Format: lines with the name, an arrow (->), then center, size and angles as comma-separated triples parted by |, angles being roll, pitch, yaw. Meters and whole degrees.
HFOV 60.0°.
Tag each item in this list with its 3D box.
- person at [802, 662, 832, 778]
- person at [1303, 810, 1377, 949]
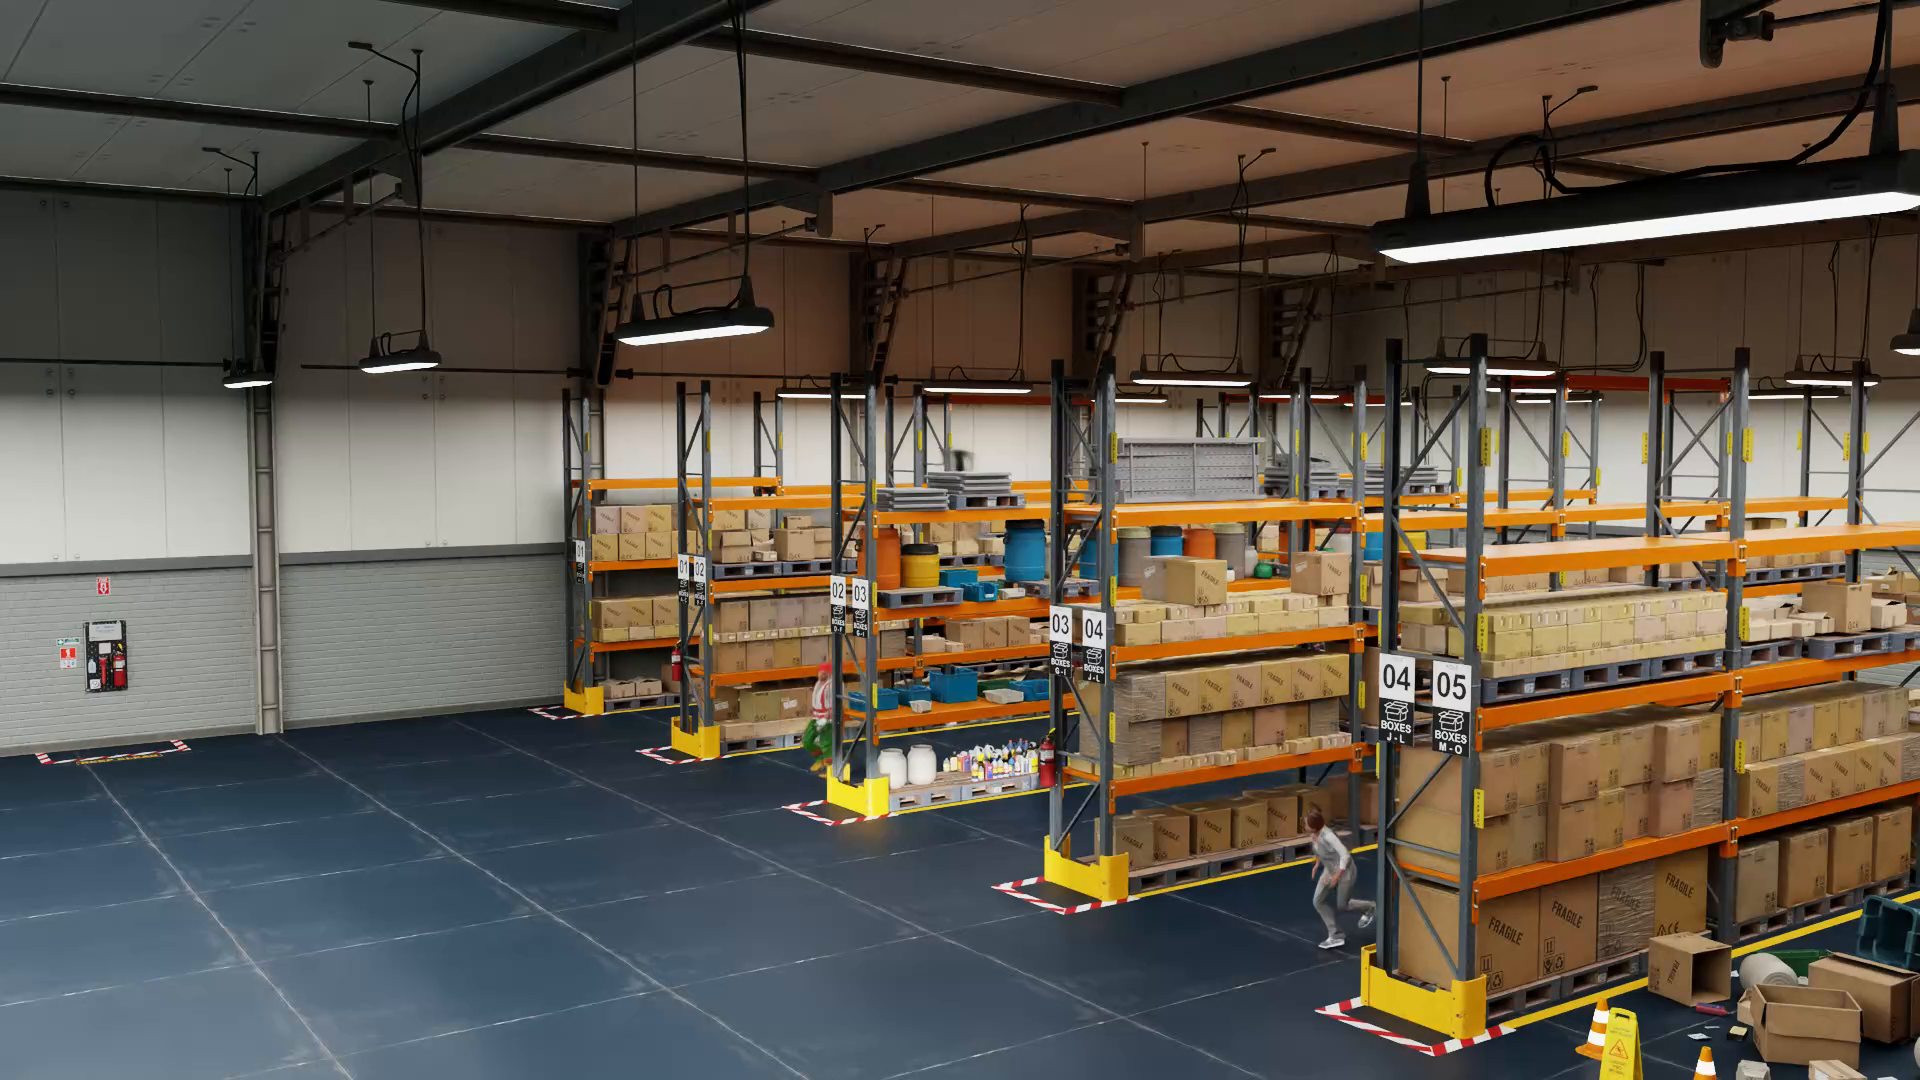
person -> -2.065, 2.677, 24.697 | 0.568, 1.747, 0.675 | -3, 5, -43
person -> 3.858, 3.386, 16.758 | 0.966, 1.421, 0.534 | -2, 4, -27
